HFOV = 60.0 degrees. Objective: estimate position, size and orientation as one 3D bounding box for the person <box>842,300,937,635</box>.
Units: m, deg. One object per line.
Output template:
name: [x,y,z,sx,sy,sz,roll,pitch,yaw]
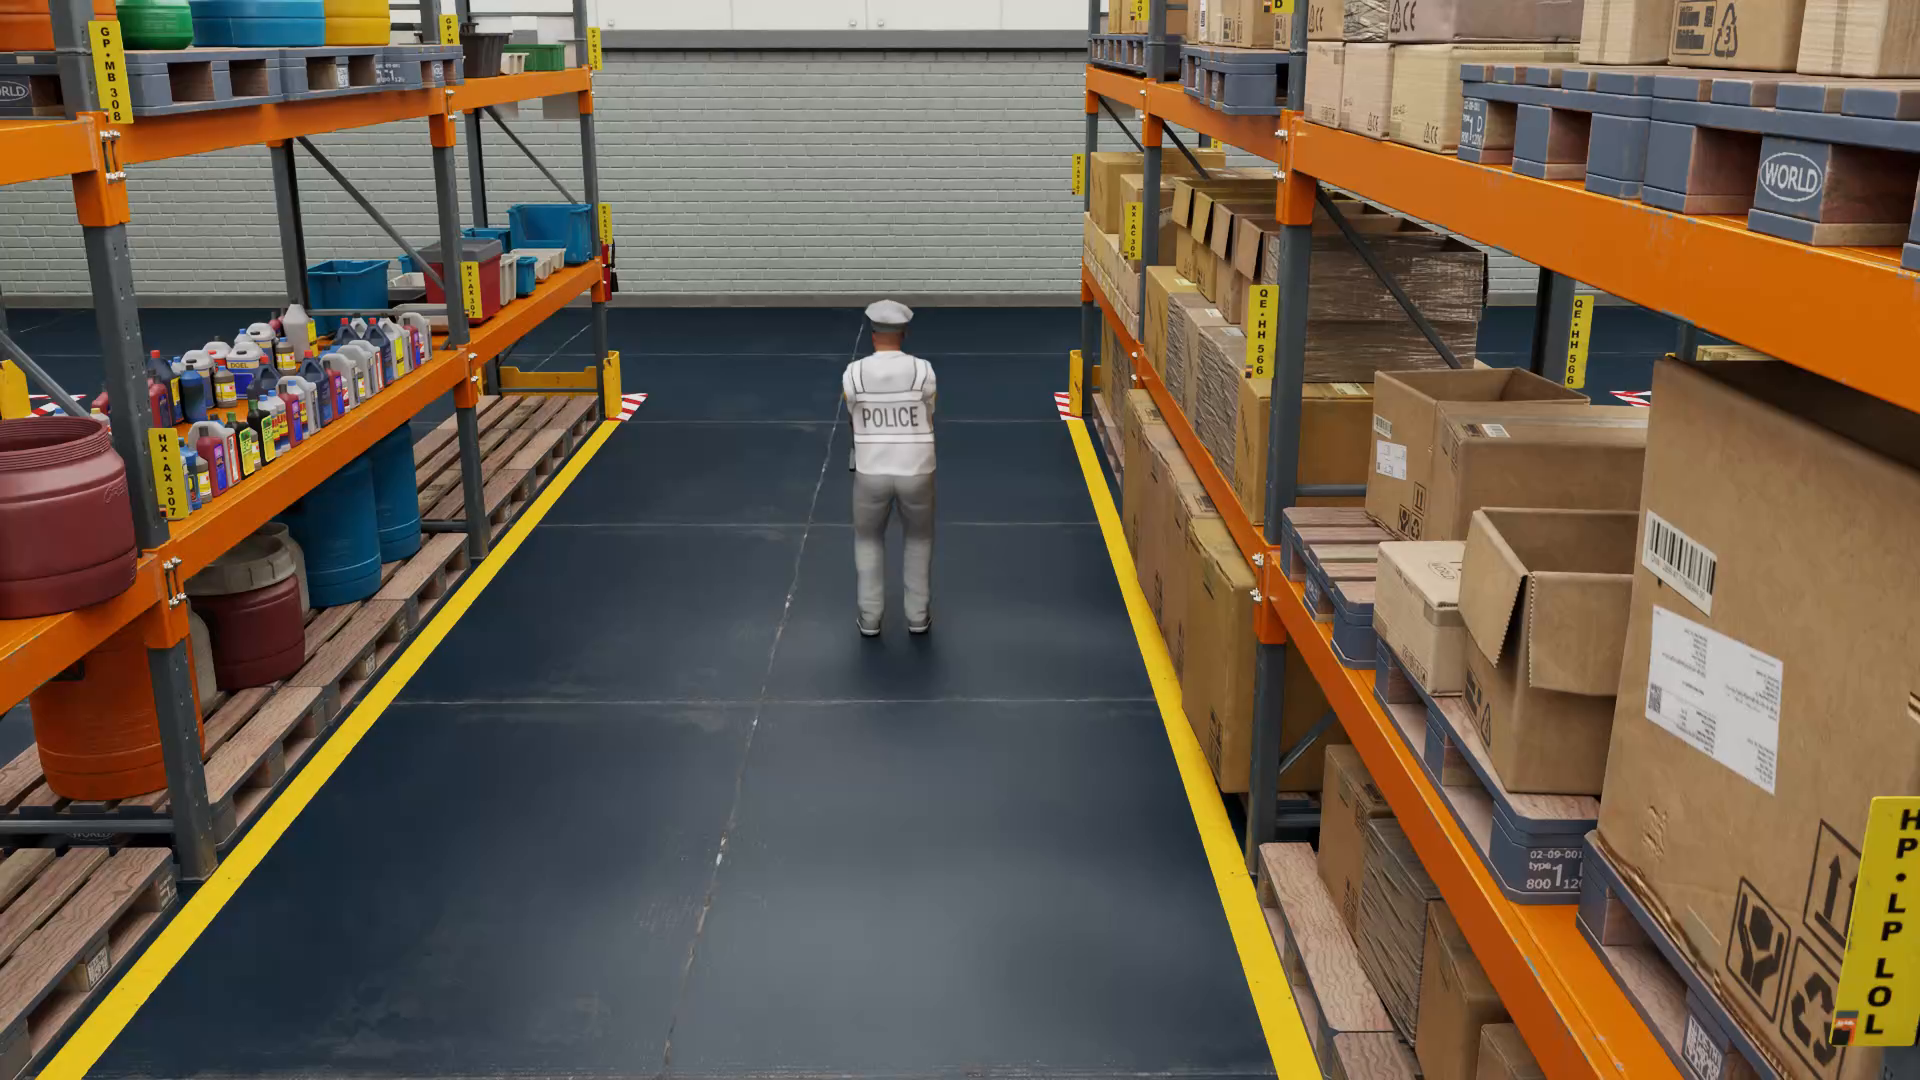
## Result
person: [-0.363,-0.378,8.761,0.490,1.764,0.575,-1,17,-2]
